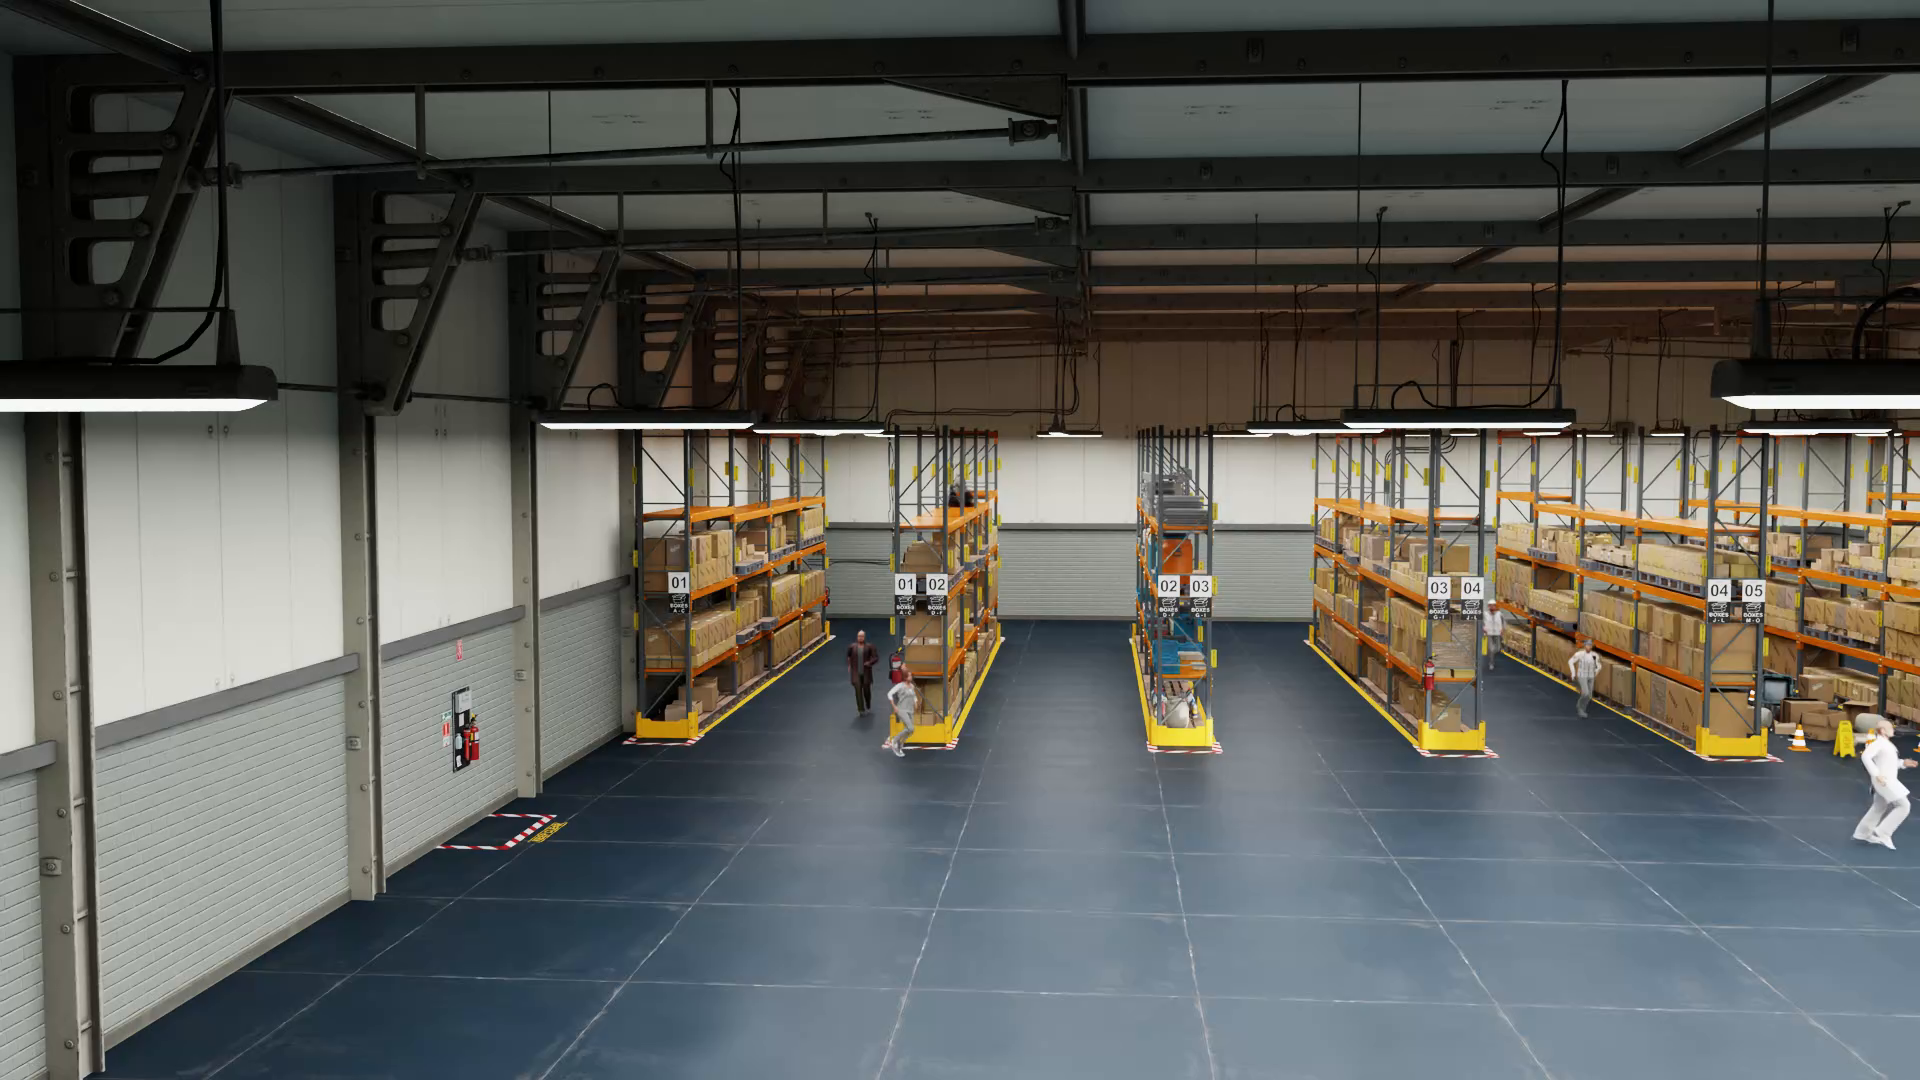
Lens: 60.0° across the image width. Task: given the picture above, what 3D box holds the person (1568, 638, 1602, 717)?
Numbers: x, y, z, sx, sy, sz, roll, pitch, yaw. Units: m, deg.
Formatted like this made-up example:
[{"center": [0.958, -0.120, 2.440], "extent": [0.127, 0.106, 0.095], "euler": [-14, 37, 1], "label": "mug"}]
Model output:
[{"center": [12.861, 2.829, 34.129], "extent": [0.583, 1.647, 0.700], "euler": [0, 3, -2], "label": "person"}]

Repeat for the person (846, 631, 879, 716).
[{"center": [-2.046, 2.765, 34.645], "extent": [0.709, 1.742, 0.799], "euler": [0, 3, 4], "label": "person"}]

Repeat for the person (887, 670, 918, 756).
[{"center": [-0.973, 3.140, 30.168], "extent": [0.489, 1.546, 0.560], "euler": [2, 4, 35], "label": "person"}]

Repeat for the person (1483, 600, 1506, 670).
[{"center": [13.336, 2.364, 41.614], "extent": [0.663, 1.739, 0.540], "euler": [1, 3, 10], "label": "person"}]

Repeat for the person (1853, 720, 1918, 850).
[{"center": [13.003, 3.435, 23.353], "extent": [0.773, 1.800, 0.673], "euler": [2, 4, 27], "label": "person"}]
